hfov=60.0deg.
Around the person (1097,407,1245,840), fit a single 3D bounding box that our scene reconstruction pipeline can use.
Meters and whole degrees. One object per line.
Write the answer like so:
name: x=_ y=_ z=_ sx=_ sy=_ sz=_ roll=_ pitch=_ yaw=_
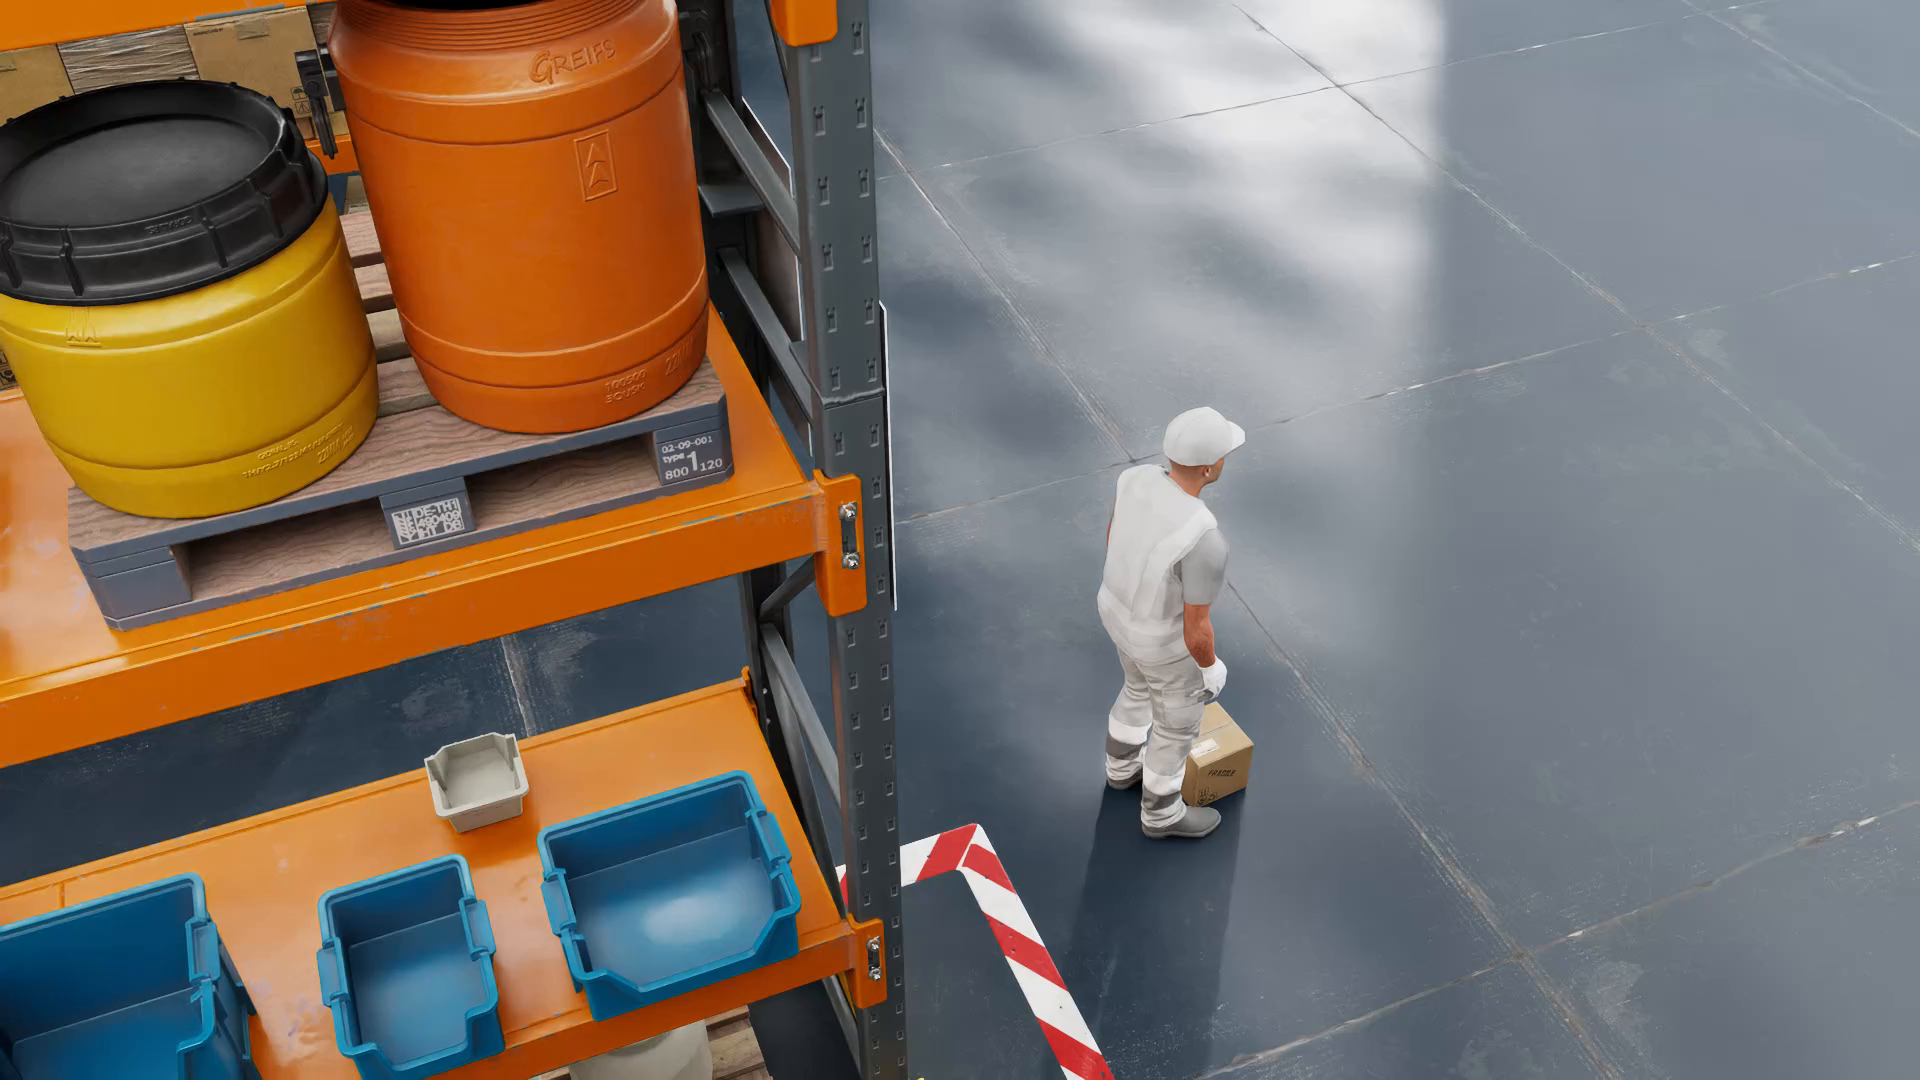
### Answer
person: x=0.721 y=0.298 z=5.810 sx=0.453 sy=1.778 sz=0.616 roll=-18 pitch=44 yaw=-19
